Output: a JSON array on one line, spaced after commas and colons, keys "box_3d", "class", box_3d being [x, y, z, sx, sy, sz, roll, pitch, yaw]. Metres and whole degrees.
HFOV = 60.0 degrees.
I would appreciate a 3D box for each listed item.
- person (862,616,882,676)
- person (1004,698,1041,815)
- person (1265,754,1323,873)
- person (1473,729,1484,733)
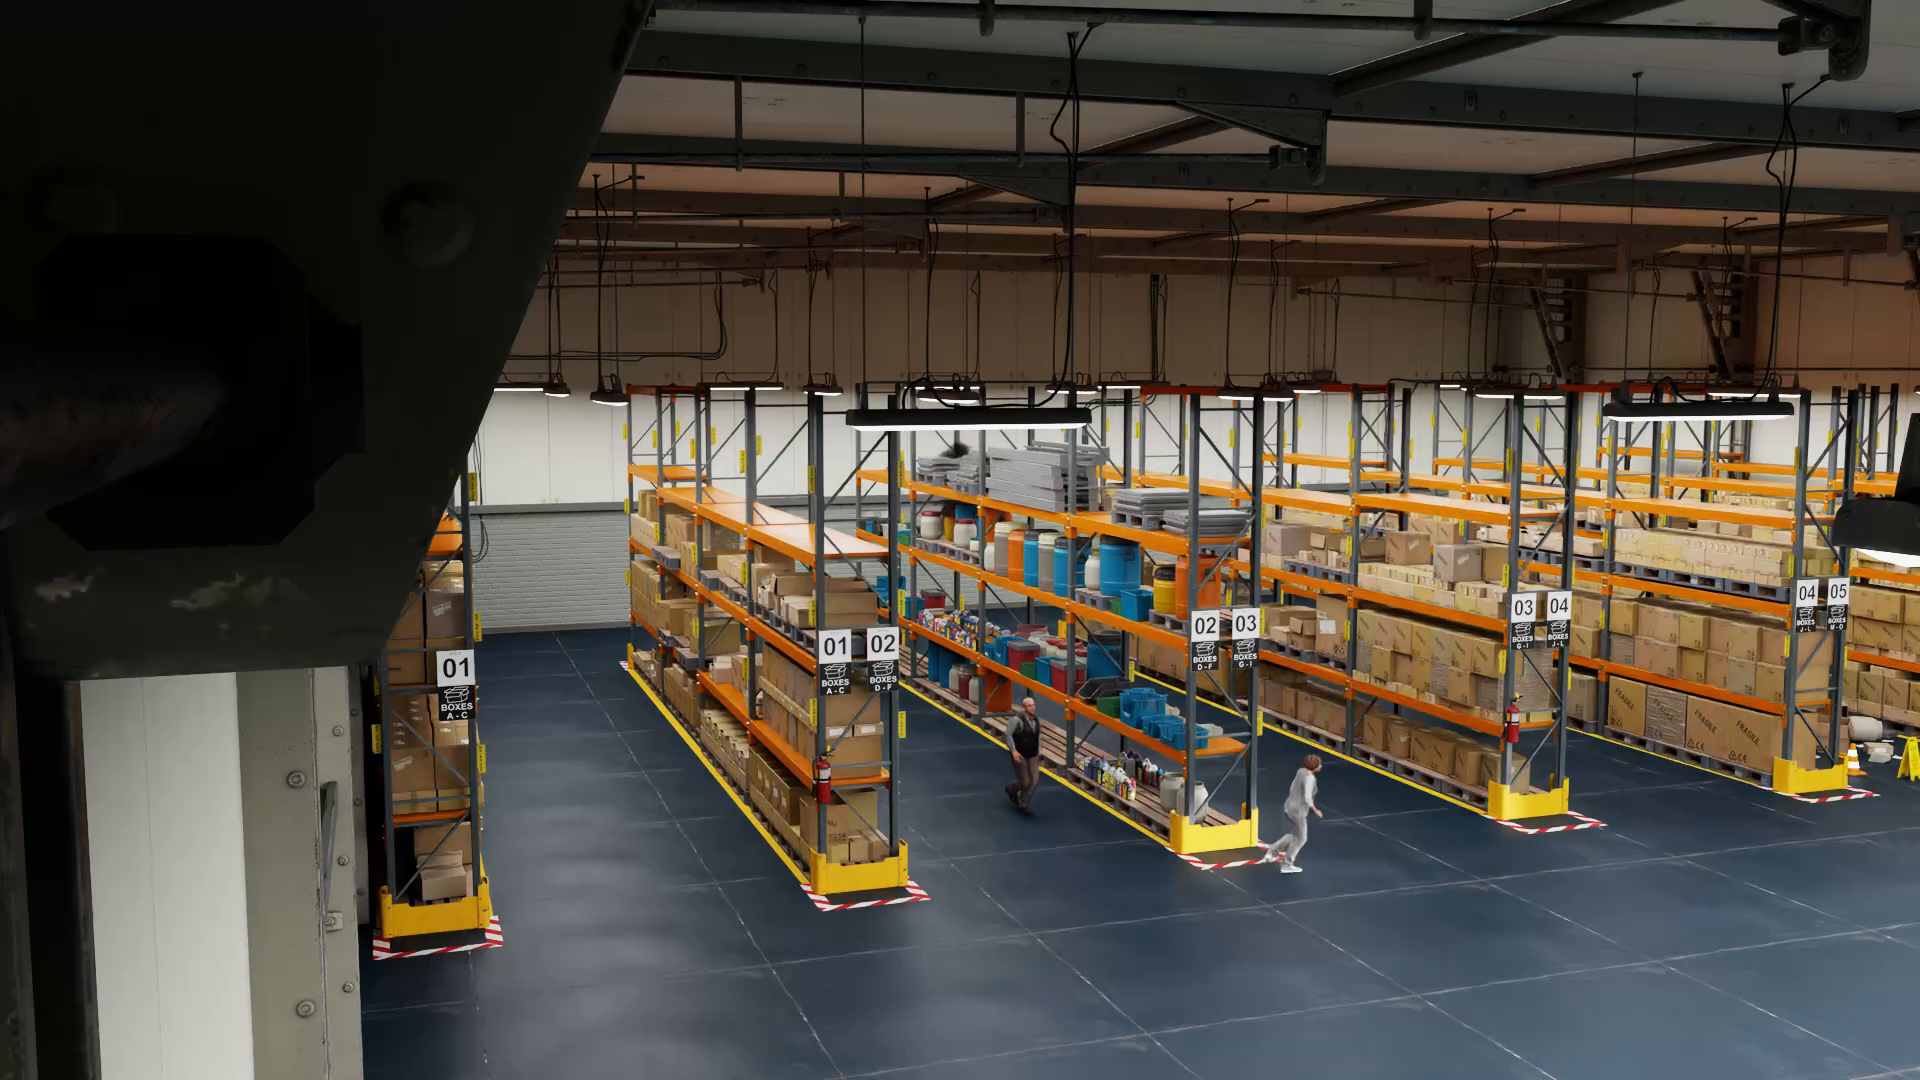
[{"box_3d": [-1.785, 2.179, 32.155, 0.652, 1.682, 0.861, -4, 7, -36], "class": "person"}, {"box_3d": [0.865, 3.061, 23.713, 0.694, 1.687, 0.582, -4, 7, -36], "class": "person"}, {"box_3d": [4.187, 3.426, 20.842, 0.685, 1.522, 0.510, -1, 6, -7], "class": "person"}, {"box_3d": [9.149, 2.660, 28.583, 0.574, 1.431, 0.937, -1, 6, -9], "class": "person"}]
